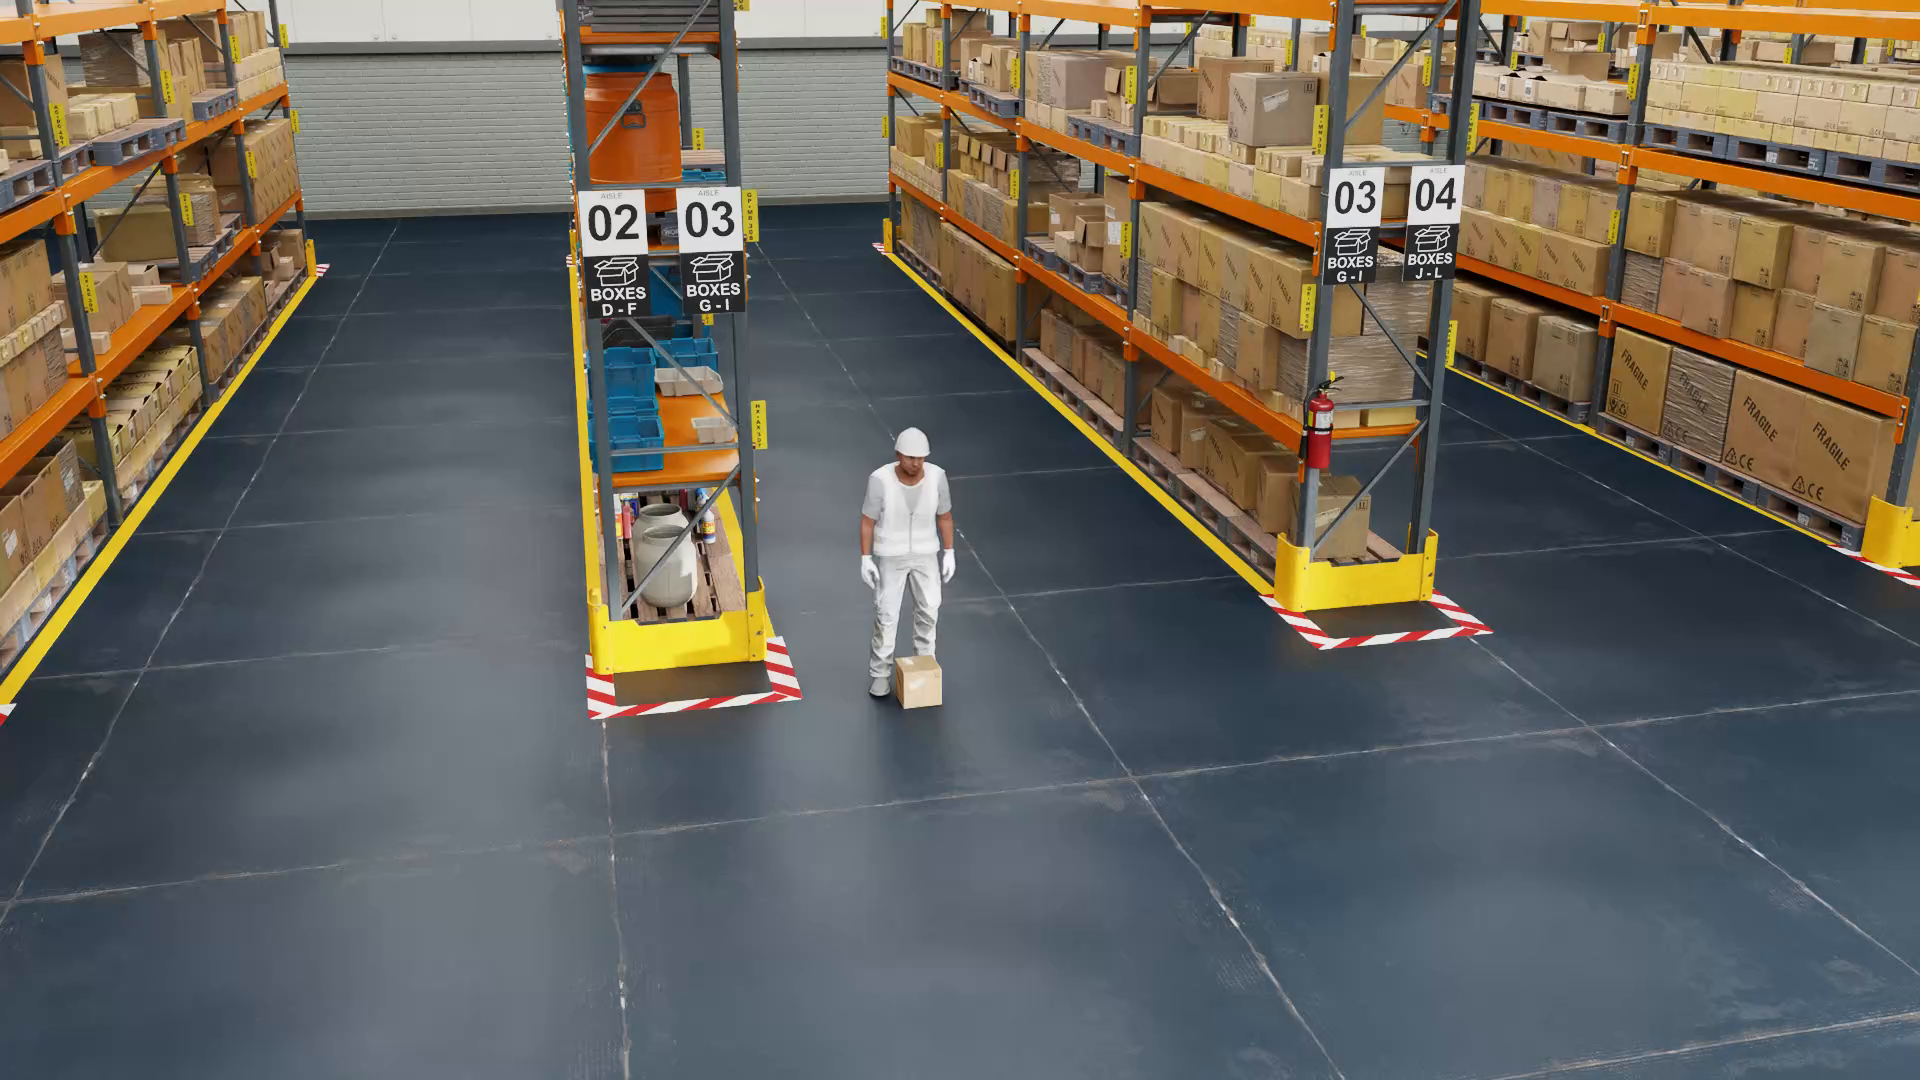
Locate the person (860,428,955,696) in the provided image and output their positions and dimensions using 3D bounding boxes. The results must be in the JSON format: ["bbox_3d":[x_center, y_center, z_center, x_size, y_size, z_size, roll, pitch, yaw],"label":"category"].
[{"bbox_3d":[-0.335,0.125,10.700,0.621,1.774,0.453,-5,20,-13],"label":"person"}]
